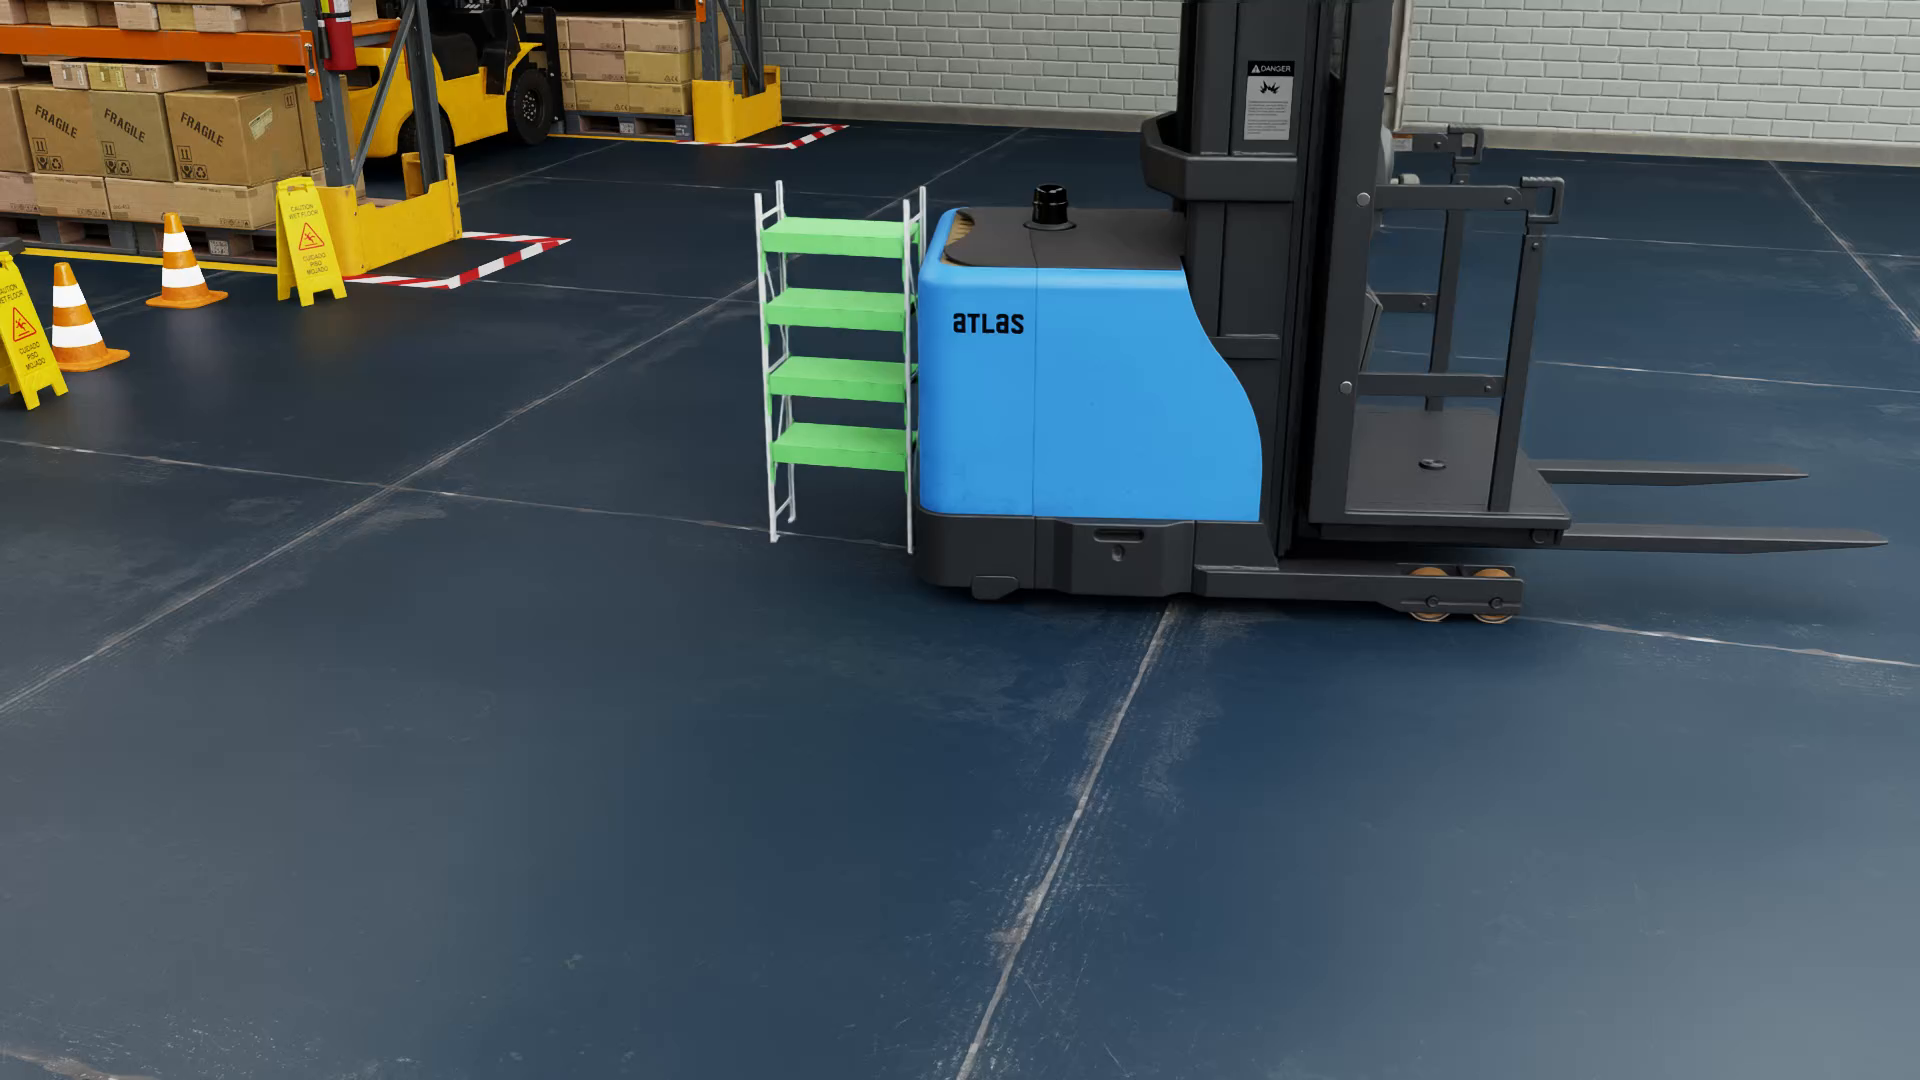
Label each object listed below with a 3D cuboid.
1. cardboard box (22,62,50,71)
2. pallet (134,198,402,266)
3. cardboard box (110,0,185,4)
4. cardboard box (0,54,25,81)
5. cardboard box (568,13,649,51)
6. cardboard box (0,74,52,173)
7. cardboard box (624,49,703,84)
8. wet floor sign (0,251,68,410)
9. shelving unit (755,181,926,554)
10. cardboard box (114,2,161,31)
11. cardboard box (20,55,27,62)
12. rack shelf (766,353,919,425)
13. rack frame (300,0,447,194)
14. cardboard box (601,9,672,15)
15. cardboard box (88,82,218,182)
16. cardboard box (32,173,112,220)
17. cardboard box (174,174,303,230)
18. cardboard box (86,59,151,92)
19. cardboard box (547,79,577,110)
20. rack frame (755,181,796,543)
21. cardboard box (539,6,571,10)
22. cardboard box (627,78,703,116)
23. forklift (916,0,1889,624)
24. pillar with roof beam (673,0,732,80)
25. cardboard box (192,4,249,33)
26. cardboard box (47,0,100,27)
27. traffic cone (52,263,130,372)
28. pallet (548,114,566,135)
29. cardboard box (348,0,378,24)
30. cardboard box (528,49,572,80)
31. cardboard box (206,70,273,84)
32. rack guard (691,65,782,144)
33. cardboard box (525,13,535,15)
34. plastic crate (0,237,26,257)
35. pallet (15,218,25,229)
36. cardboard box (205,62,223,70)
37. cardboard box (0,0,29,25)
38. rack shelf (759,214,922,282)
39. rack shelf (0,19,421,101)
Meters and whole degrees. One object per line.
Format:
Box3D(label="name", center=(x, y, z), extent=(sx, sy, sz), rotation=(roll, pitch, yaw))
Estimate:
Box3D(label="cardboard box", center=(-6.048, -2.778, 10.672), extent=(0.500, 0.500, 0.500), rotation=(7, 23, 16))
Box3D(label="pallet", center=(-4.190, -1.913, 10.156), extent=(1.213, 0.211, 1.003), rotation=(7, 23, 16))
Box3D(label="cardboard box", center=(-4.427, -3.293, 9.322), extent=(0.500, 0.500, 0.500), rotation=(7, 23, 16))
Box3D(label="cardboard box", center=(-5.839, -2.818, 9.915), extent=(0.250, 0.149, 0.380), rotation=(8, 24, 19))
Box3D(label="cardboard box", center=(-2.941, -4.273, 13.986), extent=(0.500, 0.250, 0.500), rotation=(7, 23, 16))
Box3D(label="cardboard box", center=(-5.681, -2.526, 10.057), extent=(0.500, 0.500, 0.500), rotation=(8, 24, 18))
Box3D(label="cardboard box", center=(-2.476, -3.990, 13.956), extent=(0.500, 0.250, 0.500), rotation=(6, 23, 15))
Box3D(label="wet floor sign", center=(-4.083, -0.911, 7.140), extent=(0.232, 0.644, 0.267), rotation=(3, 22, 6))
Box3D(label="shelving unit", center=(-0.383, -0.572, 5.582), extent=(0.503, 1.200, 0.258), rotation=(5, 23, 11))
Box3D(label="cardboard box", center=(-4.539, -2.981, 9.415), extent=(0.250, 0.149, 0.380), rotation=(7, 23, 16))
Box3D(label="cardboard box", center=(-8.986, -4.796, 16.086), extent=(0.625, 0.625, 0.875), rotation=(7, 23, 17))
Box3D(label="rack shelf", center=(-0.383, -0.512, 5.607), extent=(0.480, 0.148, 0.258), rotation=(5, 23, 11))
Box3D(label="rack frame", center=(-3.350, -3.093, 9.358), extent=(0.127, 3.000, 1.000), rotation=(7, 23, 16))
Box3D(label="cardboard box", center=(-2.805, -4.457, 14.435), extent=(0.500, 0.250, 0.500), rotation=(7, 23, 16))
Box3D(label="cardboard box", center=(-4.693, -2.411, 9.778), extent=(0.500, 0.500, 0.500), rotation=(7, 23, 17))
Box3D(label="cardboard box", center=(-5.198, -2.121, 10.058), extent=(0.500, 0.250, 0.500), rotation=(6, 23, 14))
Box3D(label="cardboard box", center=(-4.225, -2.009, 9.784), extent=(0.500, 0.250, 0.500), rotation=(6, 23, 15))
Box3D(label="cardboard box", center=(-4.803, -2.700, 9.627), extent=(0.250, 0.149, 0.380), rotation=(7, 23, 16))
Box3D(label="cardboard box", center=(-3.411, -3.872, 14.327), extent=(0.500, 0.250, 0.500), rotation=(7, 23, 16))
Box3D(label="rack frame", center=(-0.622, -0.591, 5.631), extent=(0.015, 1.200, 0.240), rotation=(5, 23, 11))
Box3D(label="cardboard box", center=(-3.769, -4.574, 14.721), extent=(0.500, 0.250, 0.500), rotation=(6, 23, 14))
Box3D(label="cardboard box", center=(-2.461, -3.756, 14.044), extent=(0.500, 0.250, 0.500), rotation=(7, 23, 16))
Box3D(label="forklift", center=(1.400, -1.307, 5.093), extent=(3.031, 2.935, 1.130), rotation=(1, 22, 3))
Box3D(label="pillar with roof beam", center=(-3.570, -6.512, 9.788), extent=(0.400, 9.000, 9.100), rotation=(7, 23, 16))
Box3D(label="cardboard box", center=(-4.044, -2.928, 9.286), extent=(0.250, 0.149, 0.380), rotation=(6, 23, 15))
Box3D(label="cardboard box", center=(-5.015, -3.055, 9.596), extent=(0.250, 0.149, 0.380), rotation=(6, 23, 15))
Box3D(label="traffic cone", center=(-4.129, -1.057, 7.738), extent=(0.334, 0.463, 0.336), rotation=(7, 23, 16))
Box3D(label="pallet", center=(-3.828, -3.810, 14.780), extent=(1.213, 0.211, 1.003), rotation=(7, 23, 15))
Box3D(label="cardboard box", center=(-3.615, -3.089, 9.680), extent=(0.250, 0.149, 0.380), rotation=(7, 23, 16))
Box3D(label="cardboard box", center=(-3.453, -4.098, 14.219), extent=(0.500, 0.250, 0.500), rotation=(6, 23, 14))
Box3D(label="cardboard box", center=(-4.567, -2.609, 10.260), extent=(0.500, 0.500, 0.500), rotation=(6, 23, 14))
Box3D(label="rack guard", center=(-1.897, -3.738, 14.224), extent=(0.348, 0.500, 1.175), rotation=(7, 23, 16))
Box3D(label="cardboard box", center=(-3.910, -4.383, 14.254), extent=(0.500, 0.250, 0.500), rotation=(6, 23, 14))
Box3D(label="plastic crate", center=(-5.913, -1.711, 9.835), extent=(0.583, 0.080, 0.402), rotation=(-1, 22, -3))
Box3D(label="pallet", center=(-6.526, -2.181, 10.808), extent=(1.213, 0.211, 1.003), rotation=(7, 23, 16))
Box3D(label="cardboard box", center=(-6.993, -4.572, 15.539), extent=(0.625, 0.625, 0.875), rotation=(6, 23, 15))
Box3D(label="cardboard box", center=(-5.499, -3.103, 9.714), extent=(0.250, 0.149, 0.380), rotation=(6, 23, 15))
Box3D(label="rack shelf", center=(-0.383, -0.957, 5.424), extent=(0.480, 0.148, 0.258), rotation=(5, 23, 11))
Box3D(label="rack shelf", center=(-5.265, -2.980, 10.029), extent=(4.000, 0.370, 1.077), rotation=(7, 23, 16))
